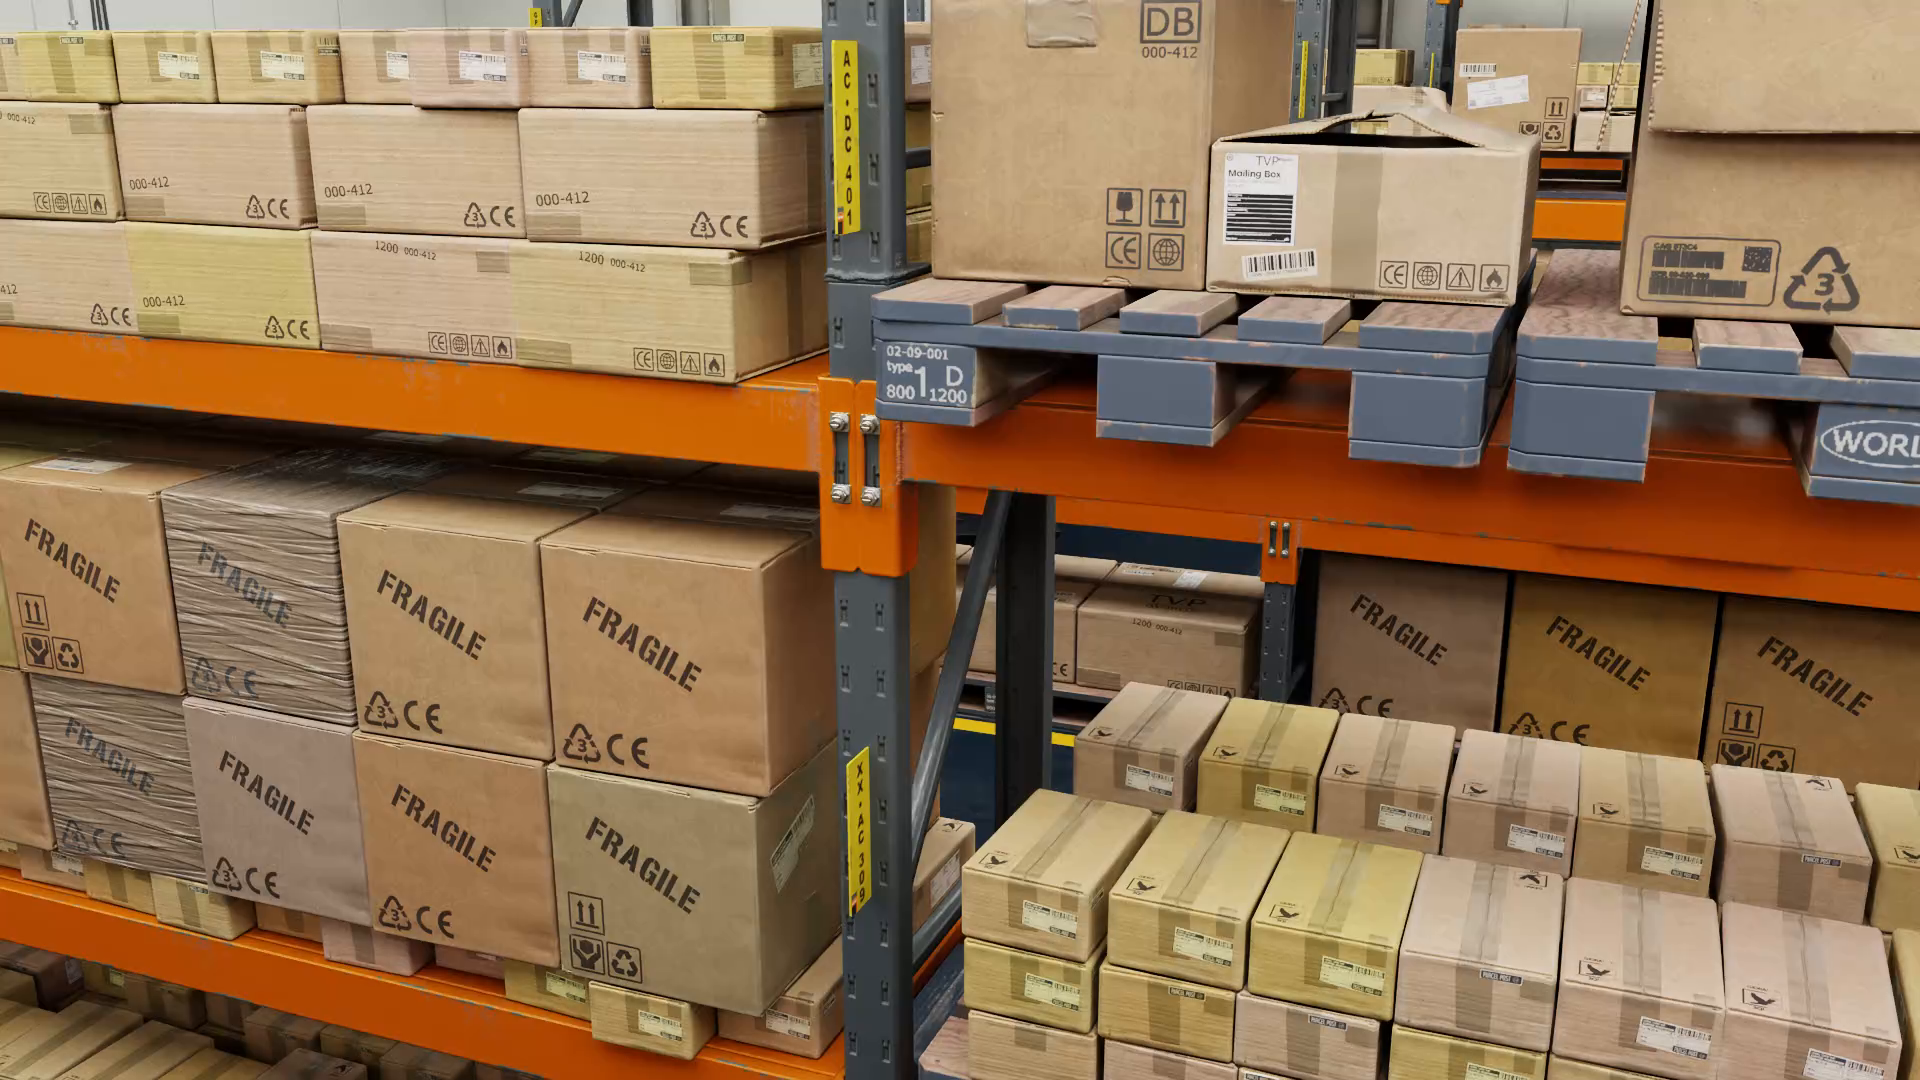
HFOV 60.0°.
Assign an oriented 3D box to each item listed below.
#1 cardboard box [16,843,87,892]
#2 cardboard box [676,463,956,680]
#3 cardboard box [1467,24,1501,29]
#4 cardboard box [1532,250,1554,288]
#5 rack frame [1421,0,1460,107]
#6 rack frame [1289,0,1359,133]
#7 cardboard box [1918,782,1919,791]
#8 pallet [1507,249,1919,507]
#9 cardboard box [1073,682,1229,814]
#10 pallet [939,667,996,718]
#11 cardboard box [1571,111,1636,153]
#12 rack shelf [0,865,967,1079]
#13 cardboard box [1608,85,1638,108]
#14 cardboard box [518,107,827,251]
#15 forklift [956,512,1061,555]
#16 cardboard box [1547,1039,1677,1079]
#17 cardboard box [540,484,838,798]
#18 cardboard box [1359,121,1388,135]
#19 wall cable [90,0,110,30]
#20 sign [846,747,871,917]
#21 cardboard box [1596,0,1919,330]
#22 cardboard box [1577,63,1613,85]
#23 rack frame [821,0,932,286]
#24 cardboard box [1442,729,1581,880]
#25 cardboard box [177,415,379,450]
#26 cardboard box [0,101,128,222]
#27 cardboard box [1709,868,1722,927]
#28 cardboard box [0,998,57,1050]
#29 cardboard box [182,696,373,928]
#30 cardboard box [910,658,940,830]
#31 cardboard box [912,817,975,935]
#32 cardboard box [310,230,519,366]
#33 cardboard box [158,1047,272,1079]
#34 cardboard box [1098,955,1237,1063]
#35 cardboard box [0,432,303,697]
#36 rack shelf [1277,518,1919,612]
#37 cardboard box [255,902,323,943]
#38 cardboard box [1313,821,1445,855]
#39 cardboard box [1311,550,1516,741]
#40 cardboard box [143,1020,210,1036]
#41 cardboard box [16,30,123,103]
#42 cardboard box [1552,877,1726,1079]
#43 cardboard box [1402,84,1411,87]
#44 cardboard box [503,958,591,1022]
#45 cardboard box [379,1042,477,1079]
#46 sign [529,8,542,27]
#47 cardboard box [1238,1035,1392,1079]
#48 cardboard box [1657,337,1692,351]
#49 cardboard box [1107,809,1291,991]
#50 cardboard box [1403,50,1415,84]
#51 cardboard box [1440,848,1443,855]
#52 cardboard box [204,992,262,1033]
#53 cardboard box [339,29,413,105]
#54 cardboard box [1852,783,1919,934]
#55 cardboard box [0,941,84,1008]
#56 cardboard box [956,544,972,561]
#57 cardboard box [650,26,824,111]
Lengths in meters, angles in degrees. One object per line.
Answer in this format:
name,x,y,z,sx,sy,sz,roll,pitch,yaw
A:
cardboard box,-2.308,0.791,4.519,0.250,0.149,0.380,6,17,20
cardboard box,-0.335,0.067,4.057,0.500,0.500,0.500,7,17,22
cardboard box,3.688,-3.525,11.796,0.258,0.266,0.396,6,17,20
cardboard box,4.385,-1.824,12.143,0.500,0.500,0.700,6,17,21
rack frame,3.535,-4.616,11.932,0.127,3.000,1.000,6,17,21
rack frame,1.718,-3.328,7.497,0.127,3.000,1.000,6,17,21
cardboard box,4.827,0.689,7.479,0.875,0.875,0.875,6,17,20
pallet,1.497,-0.307,2.808,1.003,0.211,1.213,6,17,21
cardboard box,0.440,0.471,3.802,0.250,0.149,0.380,7,18,23
pallet,-0.100,0.670,9.488,1.213,0.211,1.003,6,17,21
cardboard box,2.766,-1.757,7.130,0.250,0.166,0.380,5,17,17
rack shelf,-1.865,0.988,4.680,4.000,0.370,1.077,6,17,21
cardboard box,4.619,-3.067,11.495,0.250,0.149,0.380,6,17,20
cardboard box,-0.527,-0.743,3.344,0.500,0.250,0.500,5,17,18
forklift,0.079,-1.235,11.171,1.130,2.935,3.031,-2,16,-7
cardboard box,1.169,0.889,2.896,0.250,0.149,0.380,7,18,23
cardboard box,-0.541,0.198,3.604,0.500,0.500,0.500,6,17,19
cardboard box,3.093,-3.015,12.248,0.250,0.149,0.380,6,17,20
wall cable,-6.063,-5.177,13.800,0.133,3.039,2.988,6,17,21
sign,-0.197,0.573,3.267,0.005,0.325,0.100,6,17,21
cardboard box,1.384,-0.653,2.722,0.637,0.503,0.797,6,17,20
cardboard box,4.396,-3.238,11.550,0.250,0.149,0.380,6,17,20
rack frame,-0.005,-2.034,3.039,0.127,3.000,1.000,6,17,21
cardboard box,1.175,0.552,3.523,0.250,0.149,0.380,6,17,20
cardboard box,-1.757,-0.095,4.613,0.500,0.500,0.500,6,17,19
cardboard box,-1.990,-0.899,3.882,0.500,0.250,0.500,6,17,19
cardboard box,1.666,0.747,3.385,0.250,0.149,0.380,6,17,21
cardboard box,-2.875,1.517,4.860,0.250,0.149,0.380,6,17,20
cardboard box,-1.503,0.575,4.098,0.500,0.500,0.500,6,17,20
cardboard box,-0.373,0.540,4.219,0.500,0.500,0.500,6,17,20
cardboard box,-0.148,0.854,4.302,0.250,0.149,0.380,7,18,23
cardboard box,-1.020,-0.556,3.596,0.500,0.250,0.500,6,17,20
cardboard box,-2.131,1.591,4.606,0.250,0.149,0.380,7,17,21
cardboard box,0.435,0.809,3.171,0.250,0.149,0.380,6,17,20
cardboard box,-1.983,0.042,4.143,0.500,0.500,0.500,6,17,19
rack shelf,3.578,0.103,7.728,4.000,0.370,1.077,6,17,21
cardboard box,-1.574,0.866,4.262,0.250,0.149,0.380,6,17,20
cardboard box,0.913,0.666,3.665,0.250,0.149,0.380,7,18,23
cardboard box,2.324,0.414,8.424,0.875,0.875,0.875,7,18,22
cardboard box,-2.434,1.549,5.283,0.250,0.149,0.380,6,17,20
cardboard box,-1.852,-1.060,3.722,0.250,0.149,0.380,6,17,20
cardboard box,1.162,0.746,2.854,0.250,0.149,0.380,6,17,20
cardboard box,3.169,-3.372,12.762,0.500,0.250,0.500,6,17,19
cardboard box,-0.862,0.958,3.943,0.250,0.149,0.380,7,18,23
cardboard box,-1.478,1.509,4.889,0.250,0.149,0.380,6,17,18
sign,-2.213,-2.611,8.698,0.005,0.325,0.100,6,17,21
cardboard box,0.684,0.979,3.118,0.250,0.149,0.380,6,17,21
cardboard box,2.971,-0.759,7.434,0.500,0.500,0.500,6,17,19
cardboard box,0.455,0.667,3.126,0.250,0.149,0.380,7,18,22
cardboard box,3.179,-3.610,12.689,0.500,0.250,0.500,6,17,20
cardboard box,1.144,0.834,3.619,0.250,0.149,0.380,5,17,18
cardboard box,-2.152,1.398,5.270,0.250,0.149,0.380,7,18,23
cardboard box,-1.089,-1.010,3.549,0.250,0.149,0.380,7,18,23
cardboard box,1.904,0.632,3.248,0.250,0.149,0.380,6,17,20
cardboard box,-2.927,1.349,5.441,0.250,0.149,0.380,7,17,22
cardboard box,-0.498,0.306,9.583,0.875,0.438,0.875,7,18,22
cardboard box,-0.396,-0.914,3.218,0.250,0.149,0.380,5,17,18
